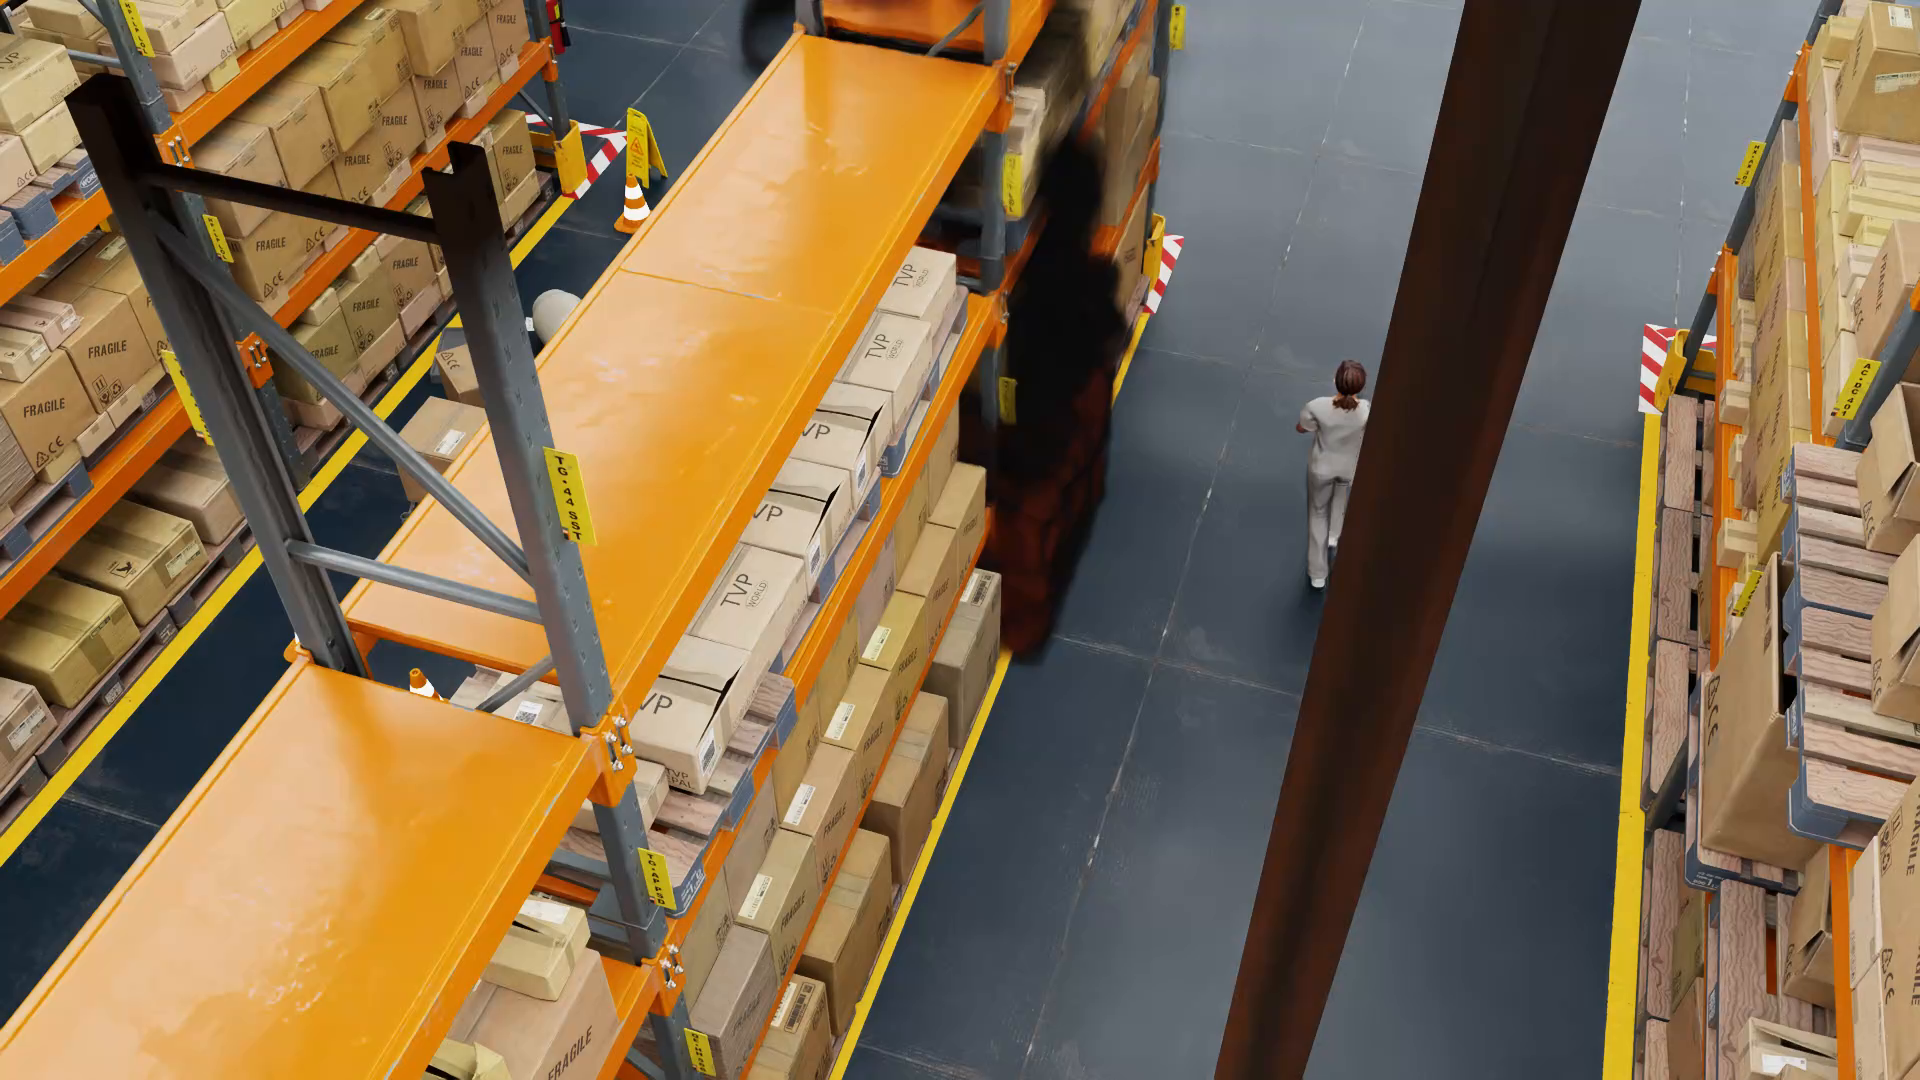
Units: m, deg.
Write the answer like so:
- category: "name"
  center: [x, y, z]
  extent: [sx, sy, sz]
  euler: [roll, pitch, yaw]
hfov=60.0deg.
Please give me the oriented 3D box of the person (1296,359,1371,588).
- category: "person"
  center: [2.349, -0.463, 10.424]
  extent: [0.549, 1.684, 0.673]
  euler: [1, 46, 1]
